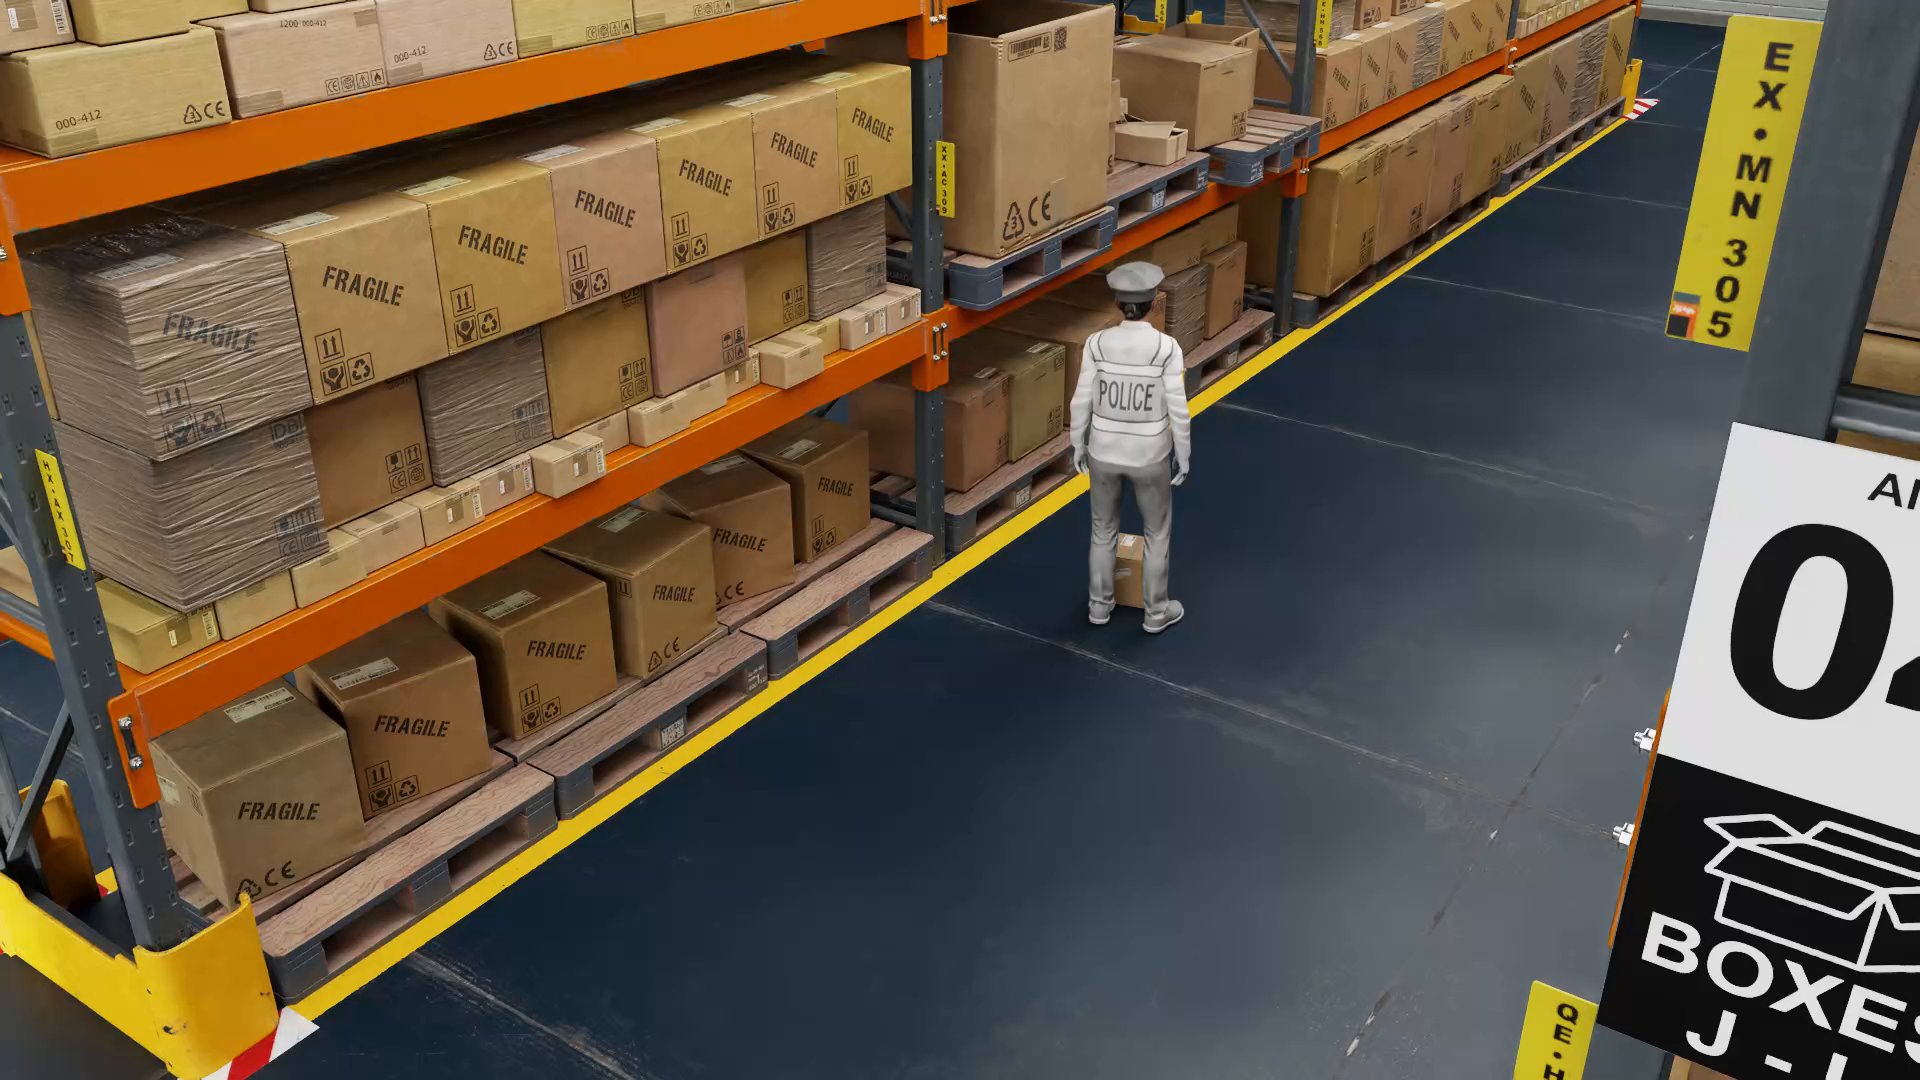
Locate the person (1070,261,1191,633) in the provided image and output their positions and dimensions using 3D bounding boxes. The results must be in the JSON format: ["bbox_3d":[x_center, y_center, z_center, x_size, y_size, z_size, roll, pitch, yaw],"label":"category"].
[{"bbox_3d":[0.751,-0.379,7.350,0.543,1.667,0.370,8,28,16],"label":"person"}]
